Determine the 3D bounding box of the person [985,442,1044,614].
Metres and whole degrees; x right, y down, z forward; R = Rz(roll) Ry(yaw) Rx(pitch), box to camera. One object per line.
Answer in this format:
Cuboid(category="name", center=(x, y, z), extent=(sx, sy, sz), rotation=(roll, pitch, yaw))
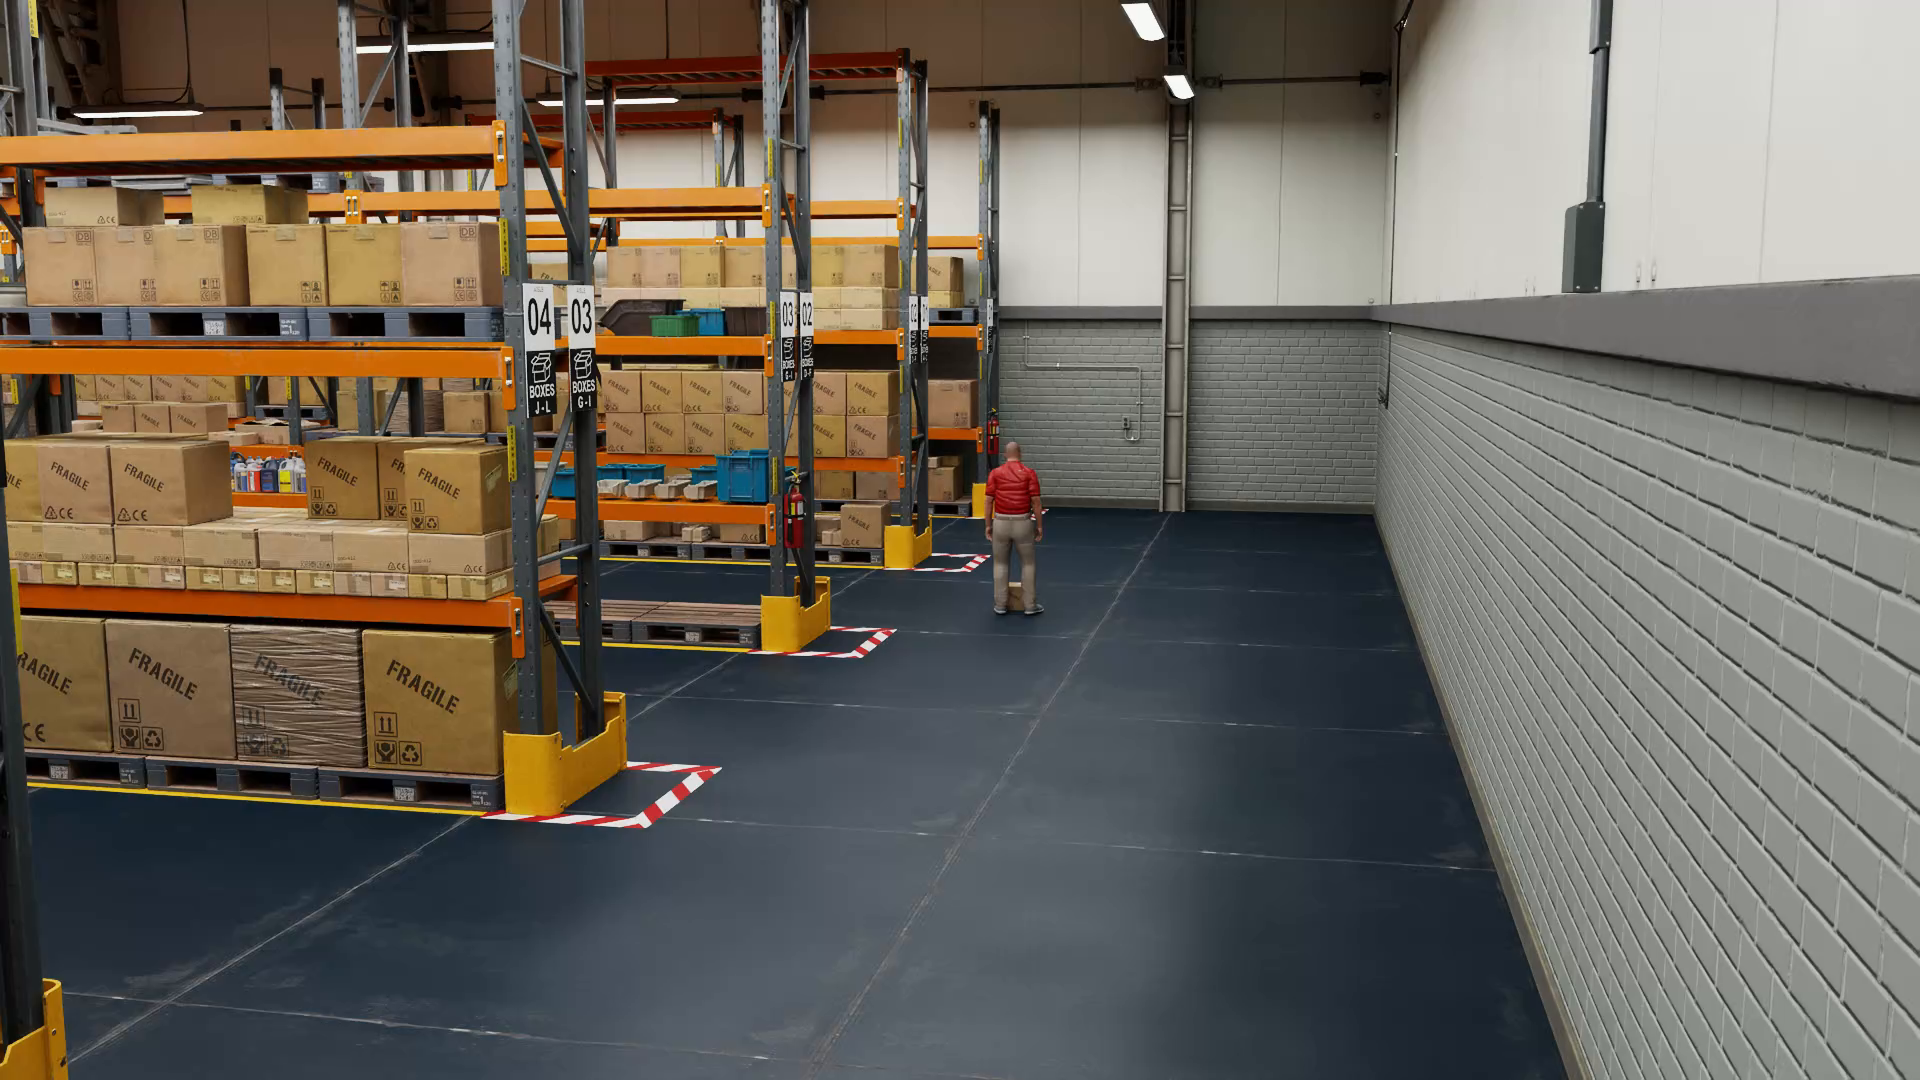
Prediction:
Cuboid(category="person", center=(0.541, -0.119, 16.716), extent=(0.586, 1.727, 0.390), rotation=(2, 8, 11))
